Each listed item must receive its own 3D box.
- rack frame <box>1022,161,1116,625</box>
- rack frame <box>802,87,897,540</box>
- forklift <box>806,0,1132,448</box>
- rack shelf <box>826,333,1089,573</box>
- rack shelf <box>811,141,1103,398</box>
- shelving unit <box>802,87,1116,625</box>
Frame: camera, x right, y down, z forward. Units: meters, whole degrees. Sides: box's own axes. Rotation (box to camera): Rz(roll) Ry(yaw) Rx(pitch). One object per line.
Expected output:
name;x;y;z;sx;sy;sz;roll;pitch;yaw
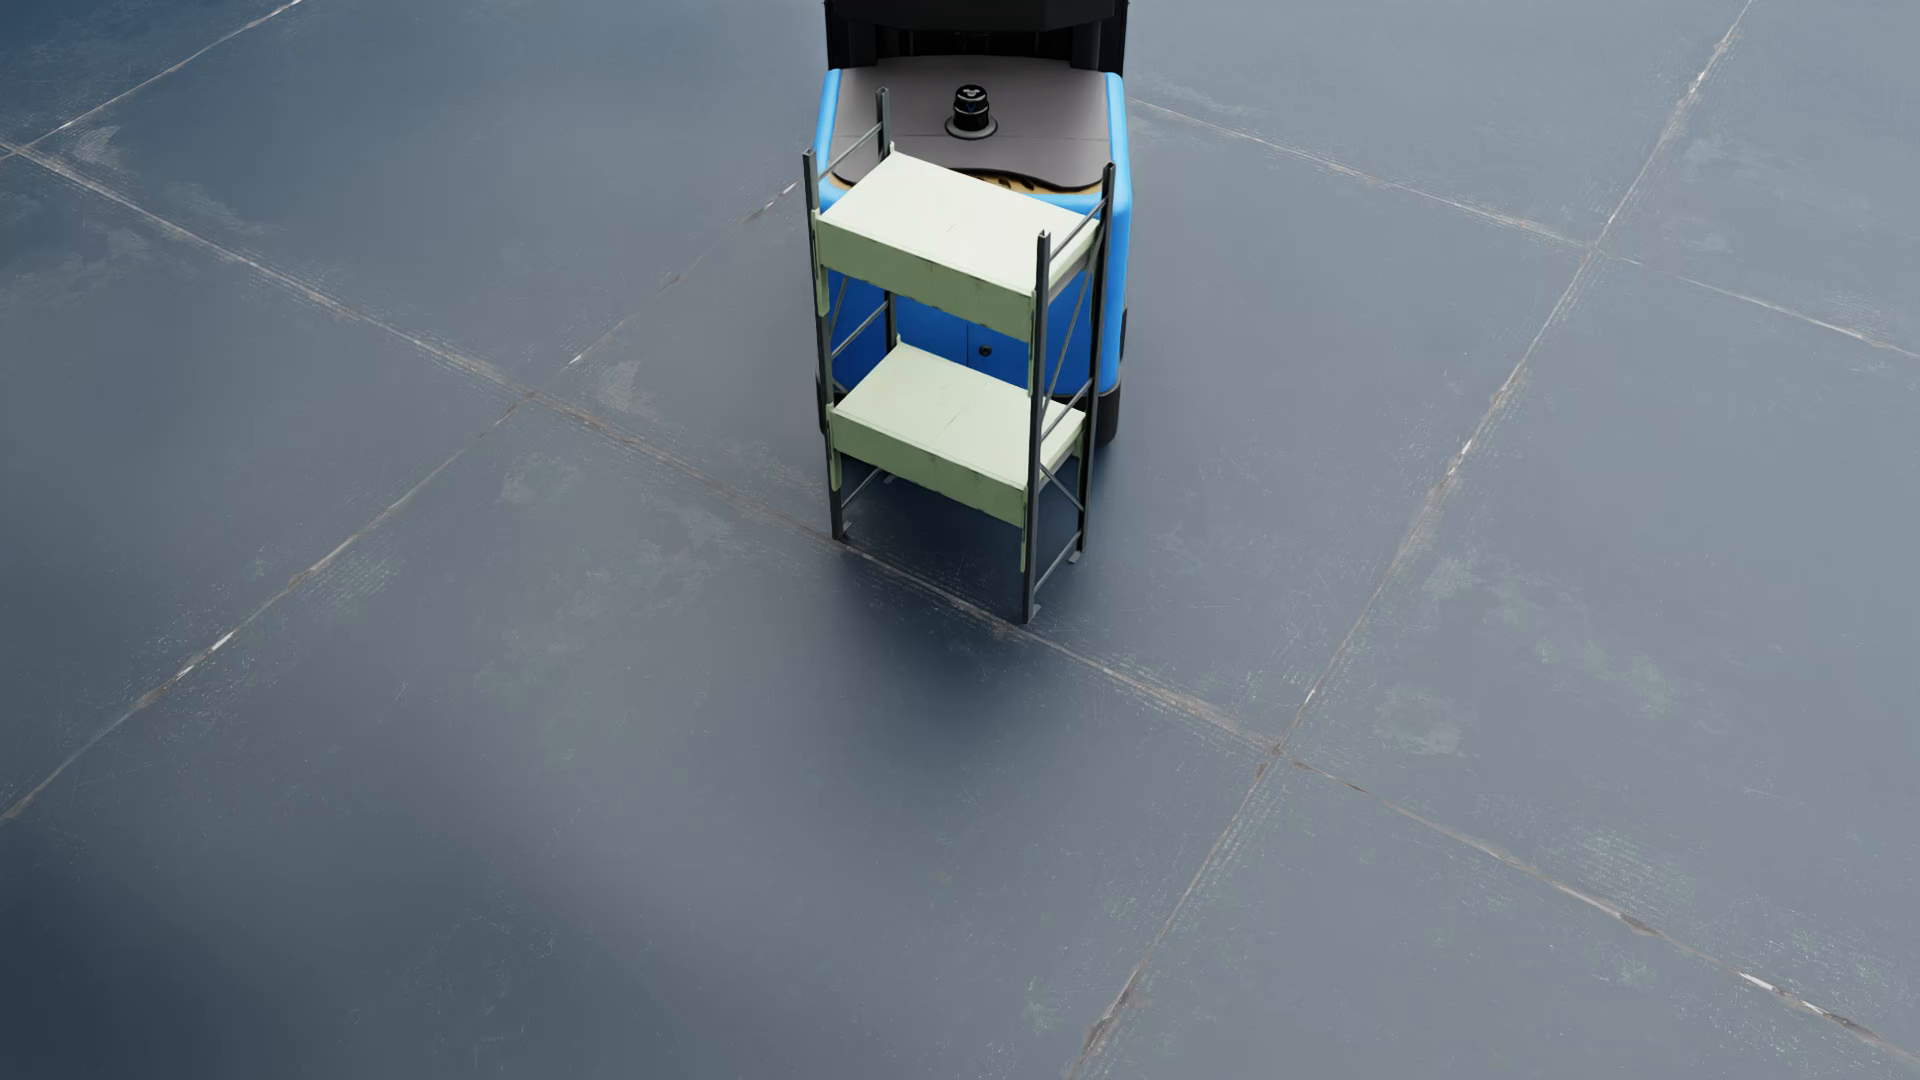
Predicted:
rack frame;0.310;-0.376;4.913;0.023;1.500;0.400;23;50;21
rack frame;-0.317;-0.647;5.177;0.023;1.500;0.400;23;50;21
forklift;0.064;-2.381;5.864;1.130;2.935;3.031;1;46;1
rack shelf;-0.003;-0.285;5.279;0.720;0.370;0.431;23;50;21
rack shelf;-0.003;-0.784;4.765;0.720;0.370;0.431;23;50;21
shelving unit;-0.003;-0.512;5.045;0.755;1.500;0.431;23;50;21
